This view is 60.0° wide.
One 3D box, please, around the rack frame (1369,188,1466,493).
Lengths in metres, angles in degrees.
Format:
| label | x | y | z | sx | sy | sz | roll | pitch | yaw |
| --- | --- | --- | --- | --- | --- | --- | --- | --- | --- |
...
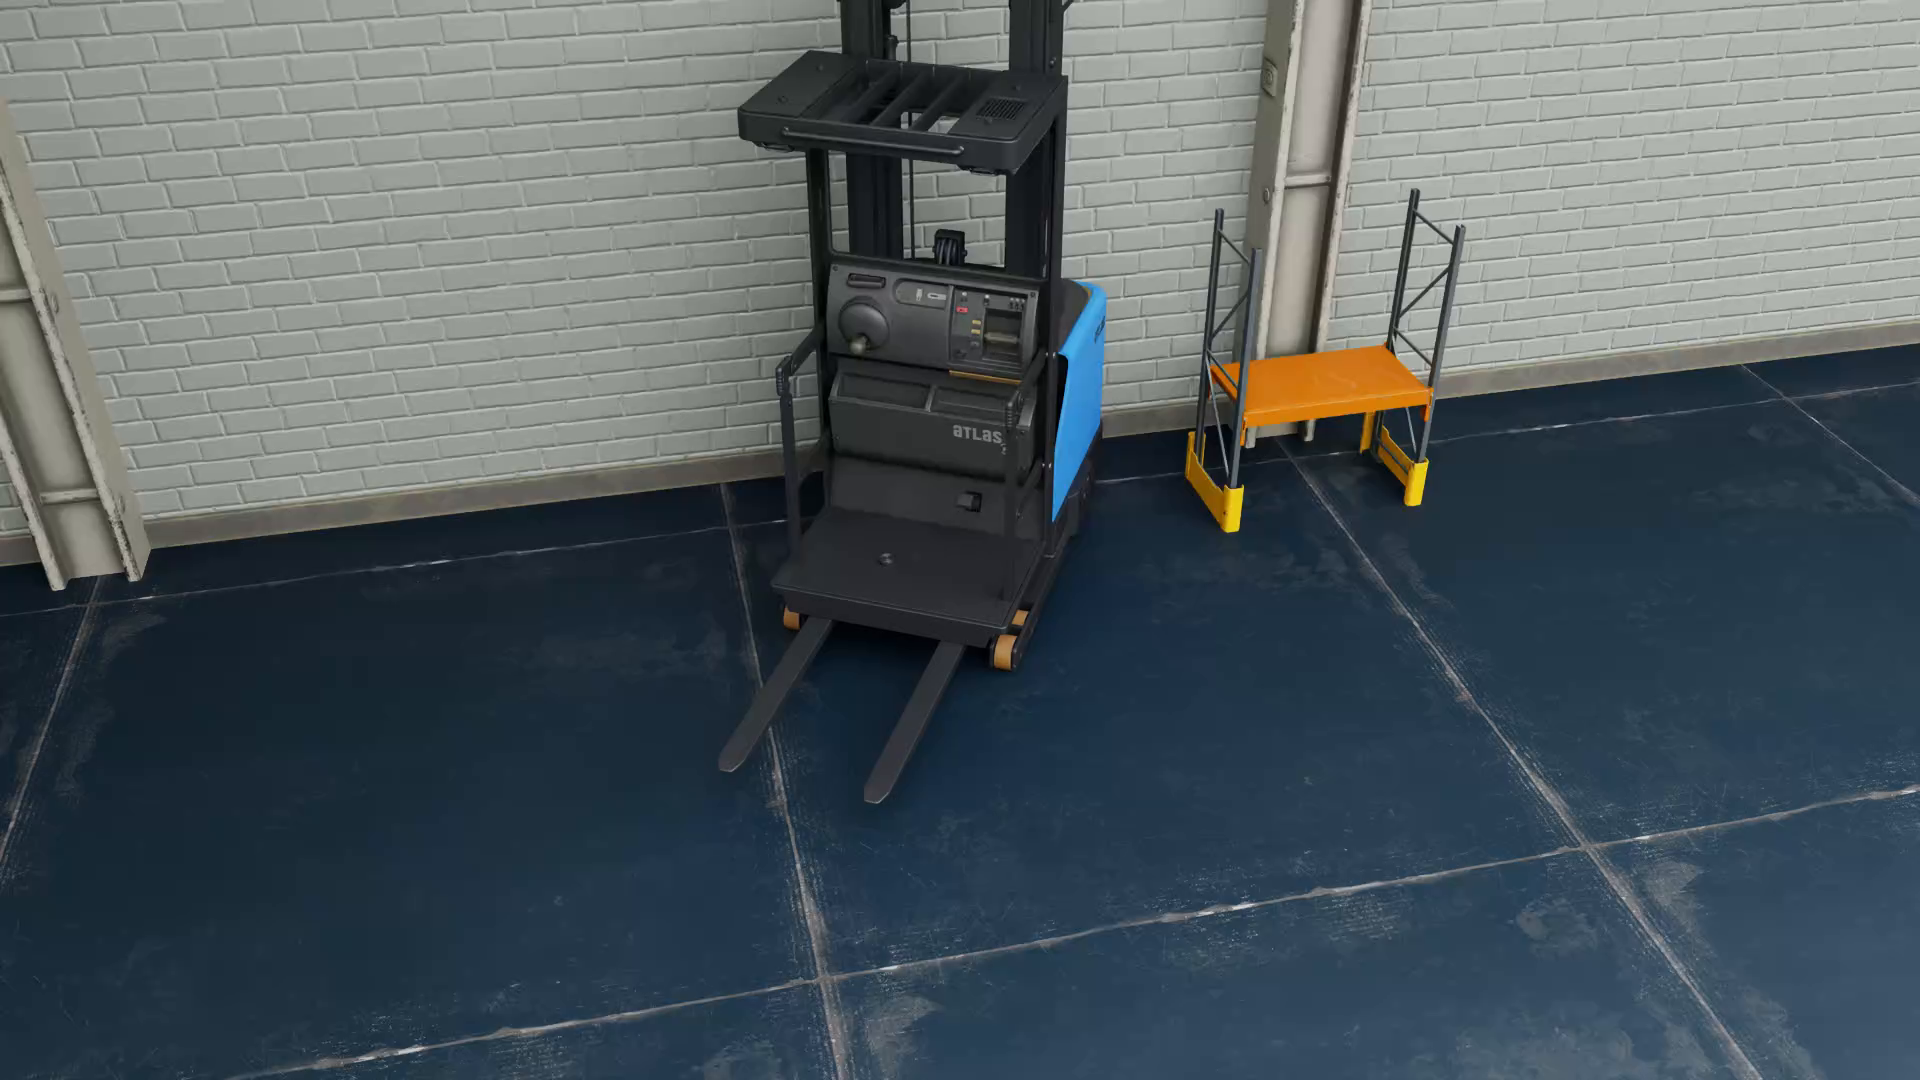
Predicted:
| label | x | y | z | sx | sy | sz | roll | pitch | yaw |
| --- | --- | --- | --- | --- | --- | --- | --- | --- | --- |
| rack frame | 2.276 | -0.960 | 8.335 | 0.032 | 1.500 | 0.500 | -8 | 35 | -12 |

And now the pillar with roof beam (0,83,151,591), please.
| label | x | y | z | sx | sy | sz | roll | pitch | yaw |
| --- | --- | --- | --- | --- | --- | --- | --- | --- | --- |
| pillar with roof beam | -3.202 | -1.264 | 2.058 | 0.400 | 9.000 | 9.100 | -7 | 35 | -11 |

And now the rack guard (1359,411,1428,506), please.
| label | x | y | z | sx | sy | sz | roll | pitch | yaw |
| --- | --- | --- | --- | --- | --- | --- | --- | --- | --- |
| rack guard | 2.258 | -0.439 | 8.679 | 0.087 | 0.250 | 0.587 | -8 | 35 | -12 |

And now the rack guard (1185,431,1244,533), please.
| label | x | y | z | sx | sy | sz | roll | pitch | yaw |
| --- | --- | --- | --- | --- | --- | --- | --- | --- | --- |
| rack guard | 1.292 | -0.303 | 8.477 | 0.087 | 0.250 | 0.587 | -8 | 35 | -12 |

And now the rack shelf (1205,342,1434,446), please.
| label | x | y | z | sx | sy | sz | roll | pitch | yaw |
| --- | --- | --- | --- | --- | --- | --- | --- | --- | --- |
| rack shelf | 1.783 | -0.742 | 8.332 | 1.000 | 0.185 | 0.538 | -8 | 35 | -12 |

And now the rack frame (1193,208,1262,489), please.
| label | x | y | z | sx | sy | sz | roll | pitch | yaw |
| --- | --- | --- | --- | --- | --- | --- | --- | --- | --- |
| rack frame | 1.290 | -0.822 | 8.129 | 0.032 | 1.500 | 0.500 | -8 | 35 | -12 |

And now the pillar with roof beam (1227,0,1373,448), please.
| label | x | y | z | sx | sy | sz | roll | pitch | yaw |
| --- | --- | --- | --- | --- | --- | --- | --- | --- | --- |
| pillar with roof beam | 2.650 | -2.001 | 3.157 | 0.400 | 9.000 | 9.100 | -7 | 35 | -11 |

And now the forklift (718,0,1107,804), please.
| label | x | y | z | sx | sy | sz | roll | pitch | yaw |
| --- | --- | --- | --- | --- | --- | --- | --- | --- | --- |
| forklift | -0.184 | -0.886 | 6.939 | 1.130 | 2.935 | 3.031 | 10 | 35 | 14 |

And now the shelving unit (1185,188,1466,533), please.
| label | x | y | z | sx | sy | sz | roll | pitch | yaw |
| --- | --- | --- | --- | --- | --- | --- | --- | --- | --- |
| shelving unit | 1.775 | -0.890 | 8.230 | 1.083 | 1.500 | 0.587 | -8 | 35 | -12 |
